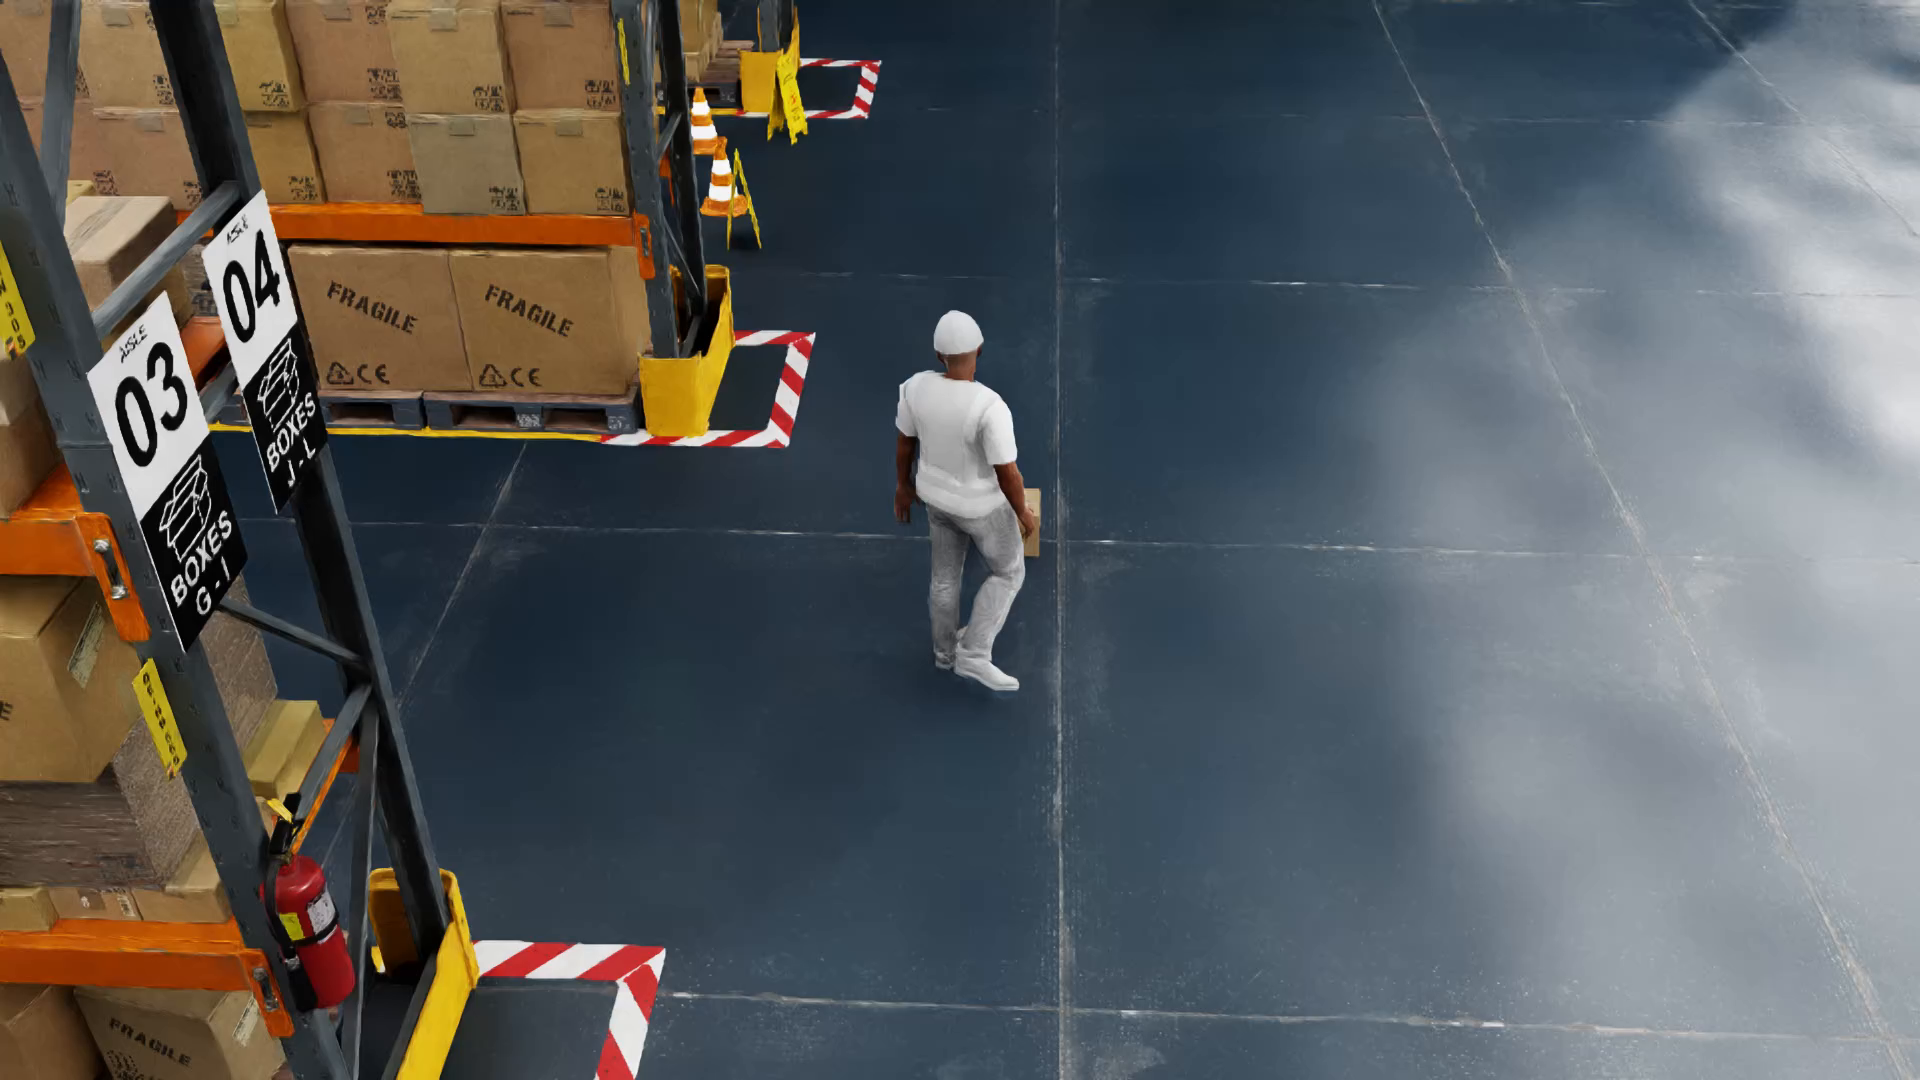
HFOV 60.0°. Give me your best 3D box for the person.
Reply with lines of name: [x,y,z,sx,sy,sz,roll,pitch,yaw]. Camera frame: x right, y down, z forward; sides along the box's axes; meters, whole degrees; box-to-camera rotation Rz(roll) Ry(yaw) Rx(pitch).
person: [0.025,-0.153,7.279,0.729,1.762,0.451,24,42,30]
